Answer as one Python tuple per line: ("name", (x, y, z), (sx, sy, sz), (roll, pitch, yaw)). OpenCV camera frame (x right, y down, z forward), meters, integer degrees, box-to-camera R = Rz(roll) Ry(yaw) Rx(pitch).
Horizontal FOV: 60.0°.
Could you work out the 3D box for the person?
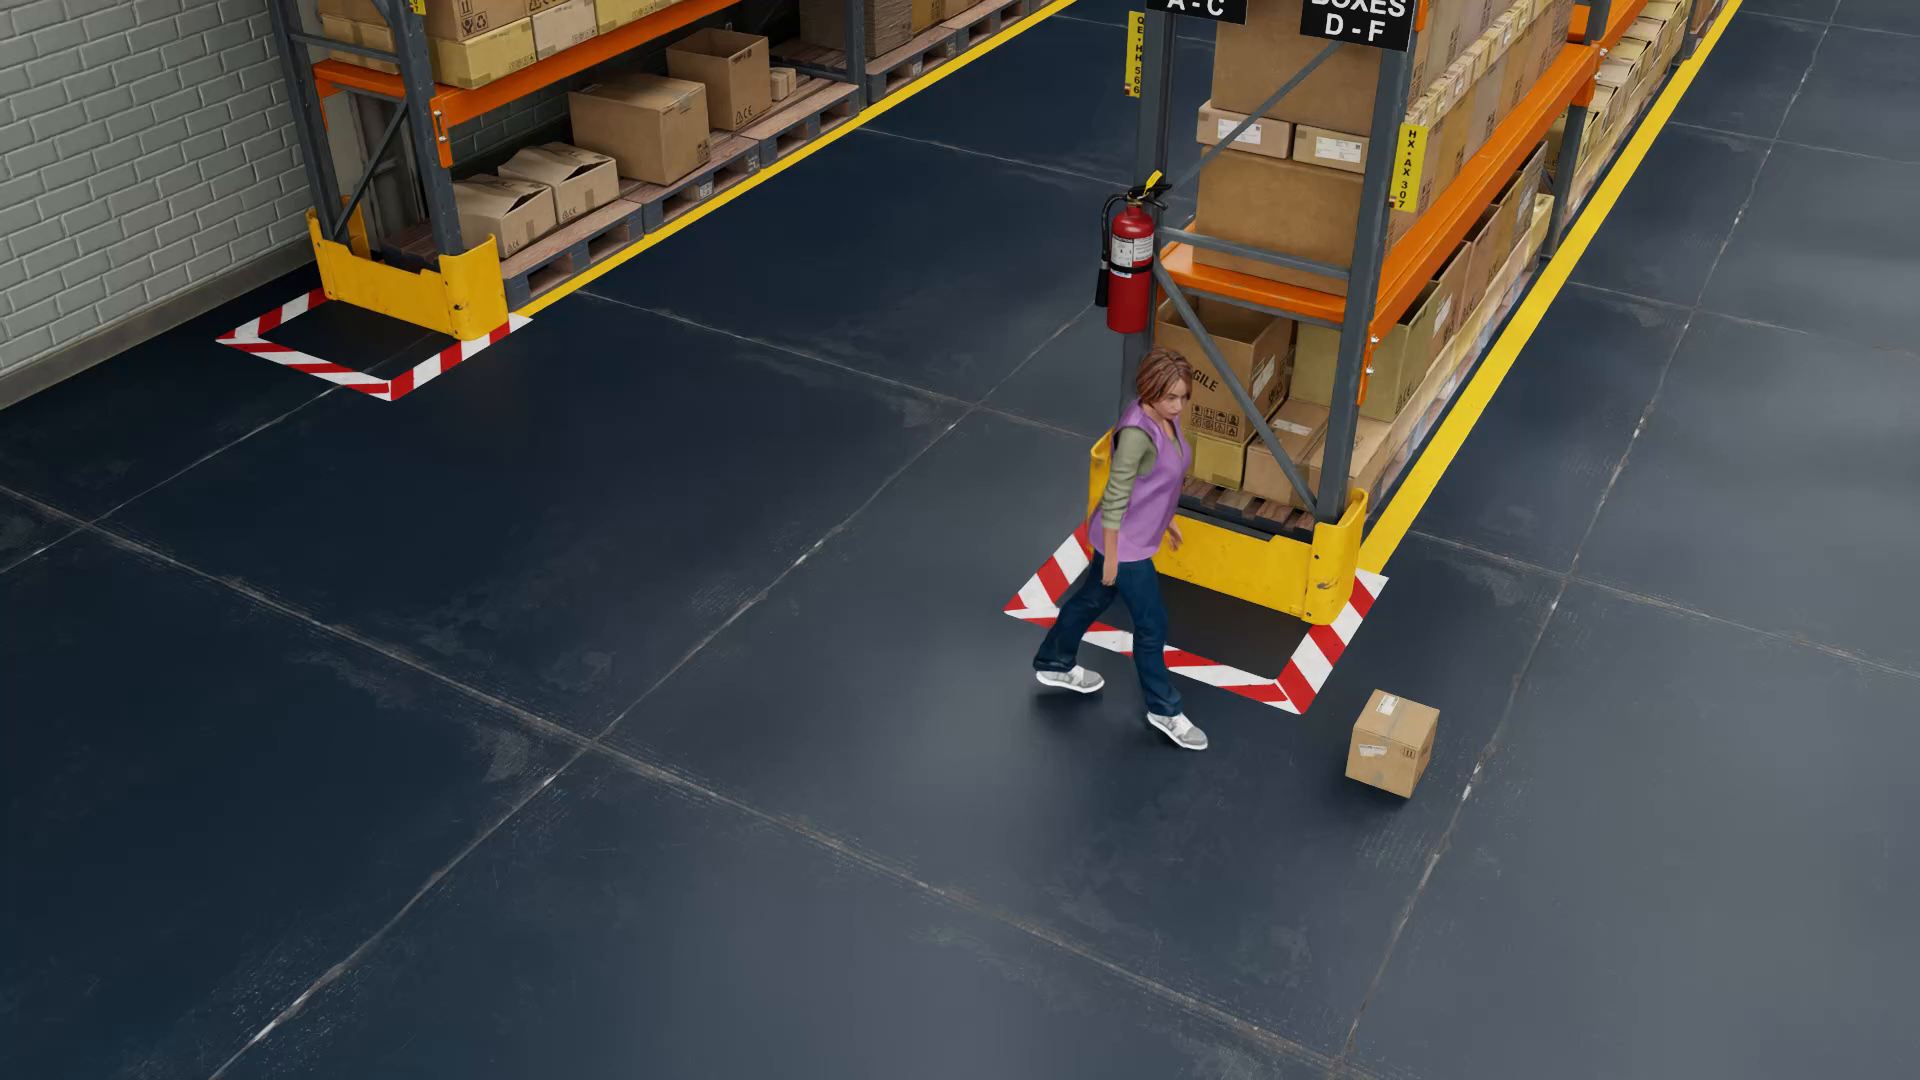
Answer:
("person", (0.643, 0.001, 6.144), (0.732, 1.589, 0.427), (9, 36, 13))
